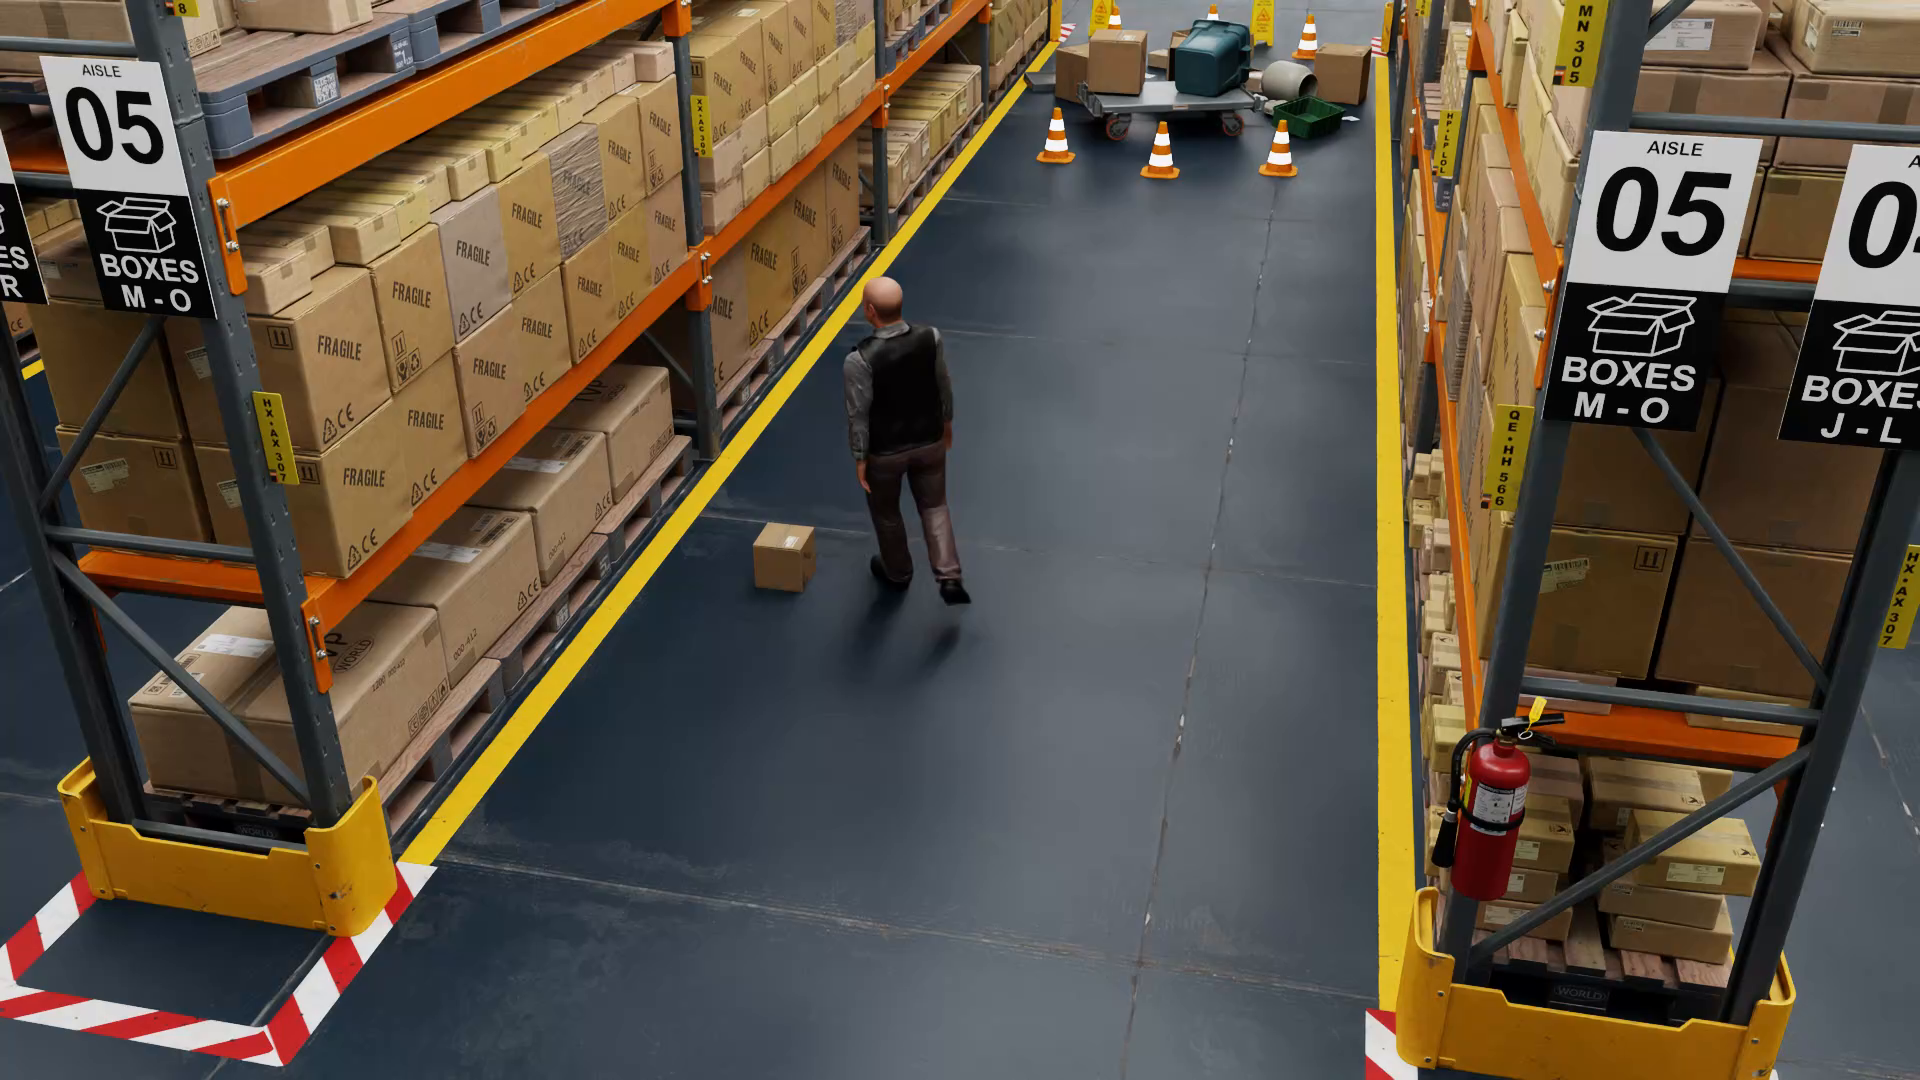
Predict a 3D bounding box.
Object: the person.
[{"bbox_3d":[-0.263,-0.436,7.949,0.602,1.710,0.821,-13,31,-23],"label":"person"}]
